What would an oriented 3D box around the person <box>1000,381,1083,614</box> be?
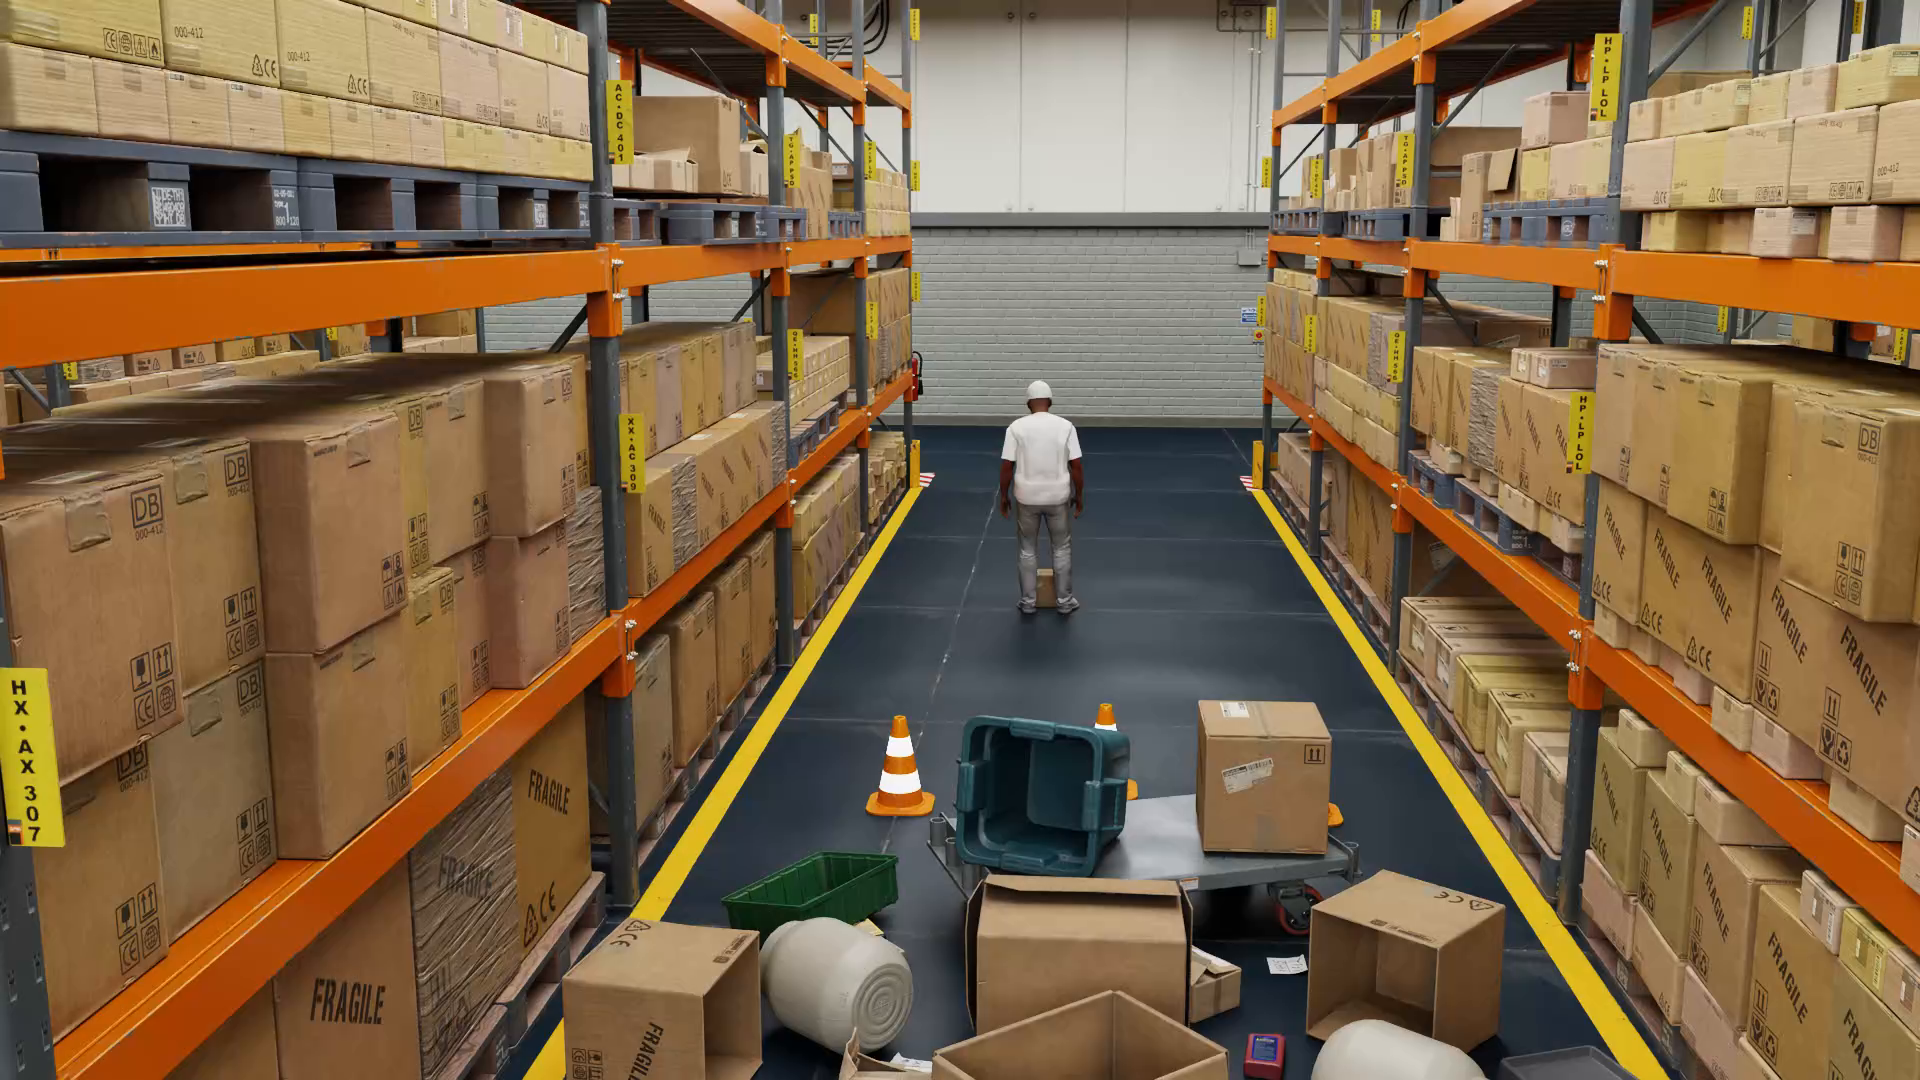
[{"bbox_3d":[0.619,-0.326,12.609,0.634,1.760,0.457,0,11,0],"label":"person"}]
